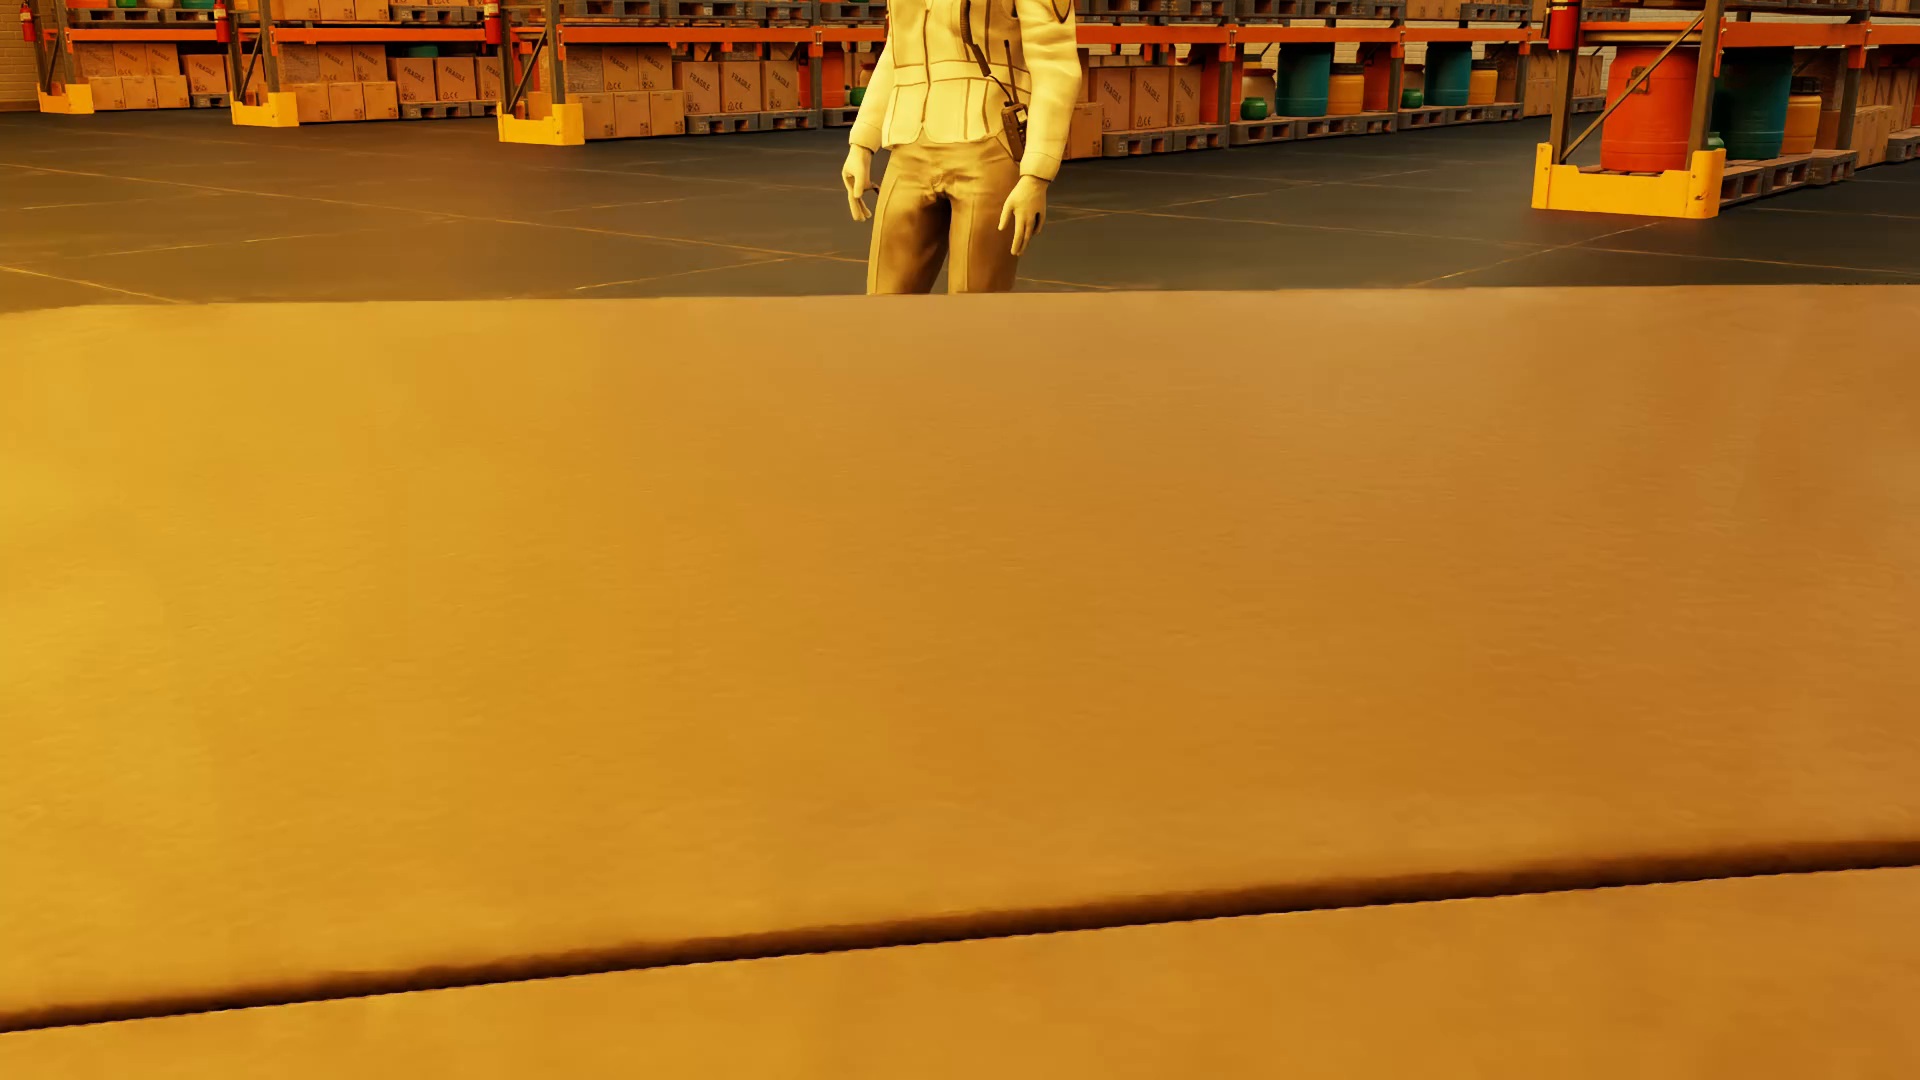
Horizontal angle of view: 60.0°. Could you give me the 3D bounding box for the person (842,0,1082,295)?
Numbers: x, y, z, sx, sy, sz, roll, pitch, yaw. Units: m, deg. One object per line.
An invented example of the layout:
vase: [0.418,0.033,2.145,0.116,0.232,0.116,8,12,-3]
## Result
person: [-0.049,-0.803,3.647,0.586,1.694,0.530,13,21,37]
